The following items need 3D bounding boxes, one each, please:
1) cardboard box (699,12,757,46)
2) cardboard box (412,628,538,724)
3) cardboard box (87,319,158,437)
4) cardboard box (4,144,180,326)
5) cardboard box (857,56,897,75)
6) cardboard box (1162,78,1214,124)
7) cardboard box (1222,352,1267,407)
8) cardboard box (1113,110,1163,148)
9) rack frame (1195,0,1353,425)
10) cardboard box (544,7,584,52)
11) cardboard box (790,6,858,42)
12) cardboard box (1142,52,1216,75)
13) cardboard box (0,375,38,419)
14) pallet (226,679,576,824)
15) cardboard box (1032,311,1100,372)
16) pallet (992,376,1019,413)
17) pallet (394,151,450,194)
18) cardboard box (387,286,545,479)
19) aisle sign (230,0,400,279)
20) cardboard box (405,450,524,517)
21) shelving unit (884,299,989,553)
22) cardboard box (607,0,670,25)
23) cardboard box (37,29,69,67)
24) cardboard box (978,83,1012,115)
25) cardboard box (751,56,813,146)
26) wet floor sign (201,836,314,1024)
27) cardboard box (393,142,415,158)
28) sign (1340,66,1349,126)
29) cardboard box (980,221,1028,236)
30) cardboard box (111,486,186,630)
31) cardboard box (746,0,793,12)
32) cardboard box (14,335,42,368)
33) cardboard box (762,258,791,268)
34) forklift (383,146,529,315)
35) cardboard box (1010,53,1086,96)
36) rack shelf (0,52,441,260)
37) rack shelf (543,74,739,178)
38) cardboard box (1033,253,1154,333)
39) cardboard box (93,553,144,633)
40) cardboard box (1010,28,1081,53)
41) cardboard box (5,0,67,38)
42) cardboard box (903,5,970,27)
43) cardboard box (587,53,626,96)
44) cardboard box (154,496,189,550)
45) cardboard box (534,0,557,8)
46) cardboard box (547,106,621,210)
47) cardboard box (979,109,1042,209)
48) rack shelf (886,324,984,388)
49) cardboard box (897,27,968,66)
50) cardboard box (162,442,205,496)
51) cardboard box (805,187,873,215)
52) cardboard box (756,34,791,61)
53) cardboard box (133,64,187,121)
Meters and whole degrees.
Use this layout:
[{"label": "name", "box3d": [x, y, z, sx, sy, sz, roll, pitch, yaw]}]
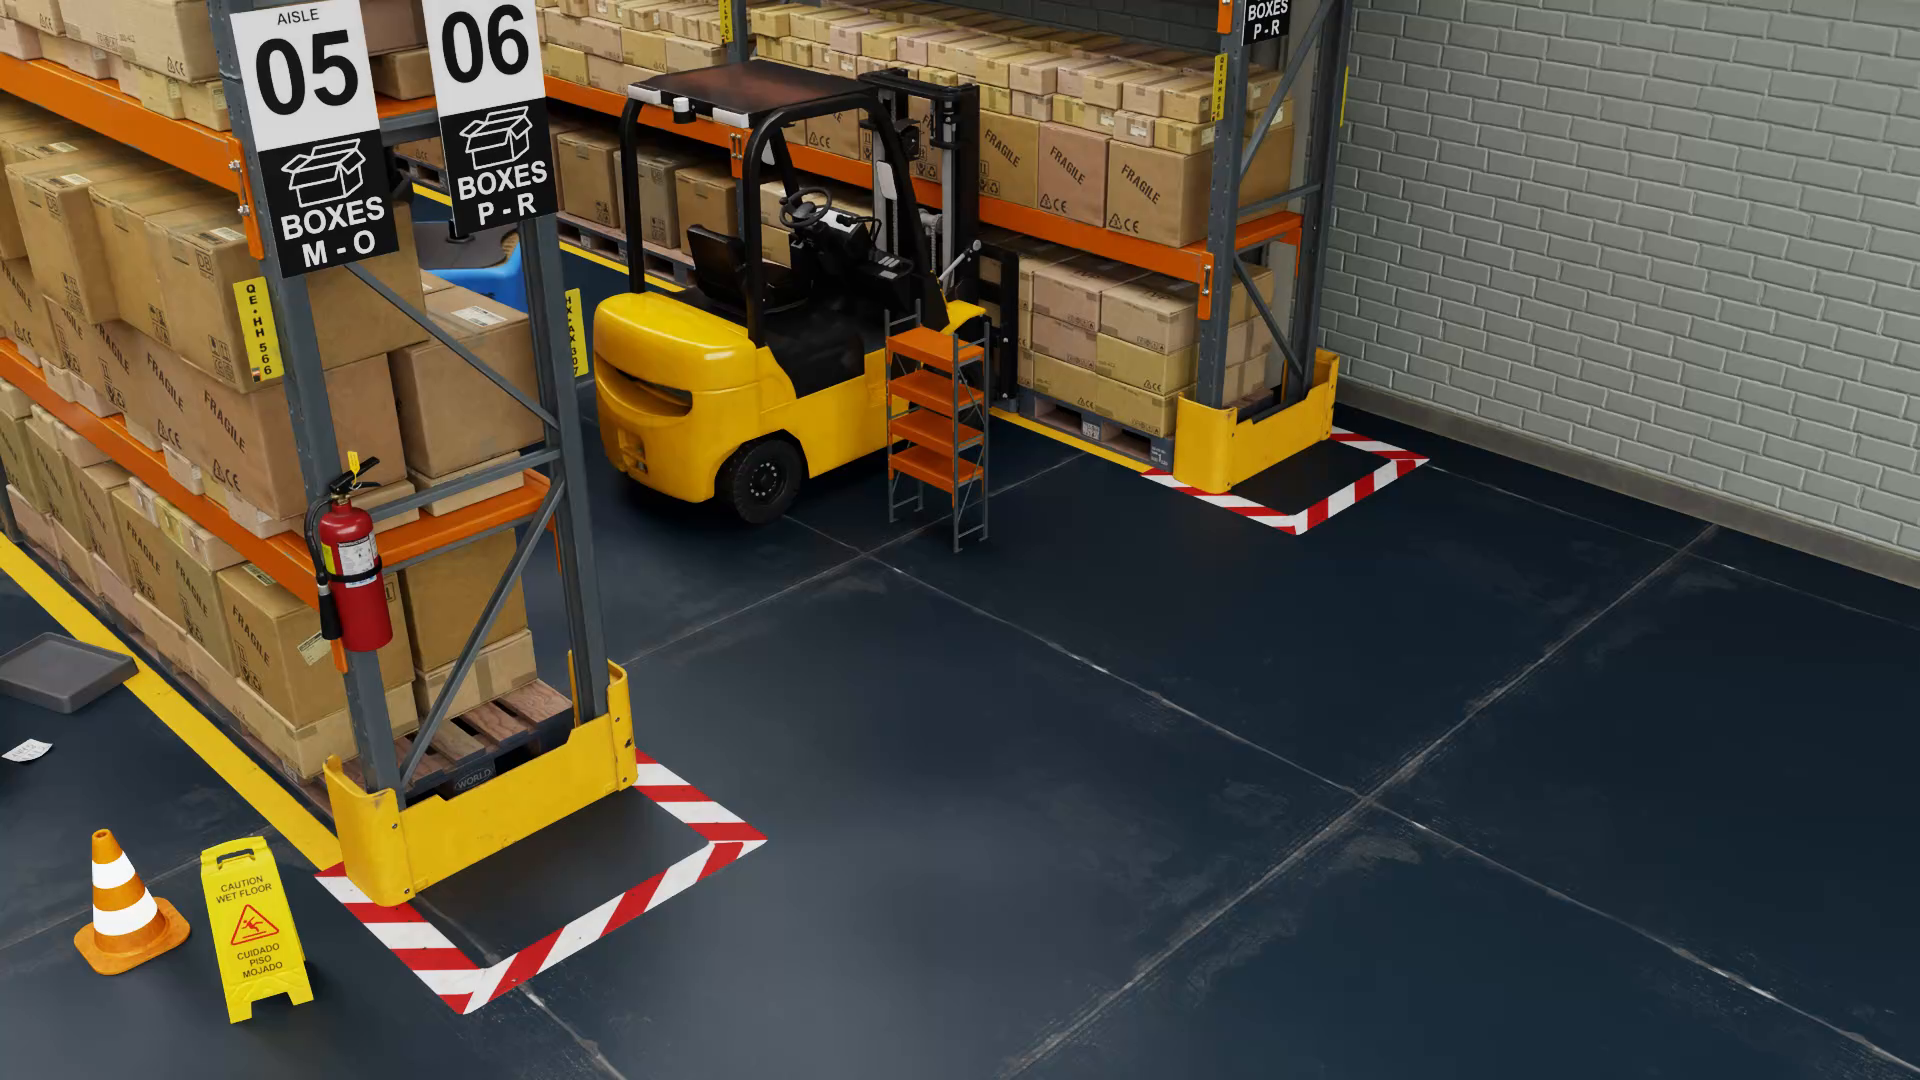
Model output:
[{"label": "cardboard box", "box3d": [-1.557, -3.503, 11.384, 0.380, 0.149, 0.250, -24, 36, -38]}, {"label": "cardboard box", "box3d": [-2.164, 0.496, 7.087, 0.500, 0.250, 0.500, 24, 36, 38]}, {"label": "cardboard box", "box3d": [-3.071, -0.771, 6.566, 0.500, 0.500, 0.500, 24, 36, 38]}, {"label": "cardboard box", "box3d": [-3.092, -1.193, 6.294, 0.500, 0.500, 0.700, 24, 36, 38]}, {"label": "cardboard box", "box3d": [-0.414, -2.923, 10.281, 0.250, 0.149, 0.380, 24, 36, 38]}, {"label": "cardboard box", "box3d": [1.291, -2.339, 8.850, 0.250, 0.149, 0.380, 25, 36, 38]}, {"label": "cardboard box", "box3d": [1.481, -1.023, 9.975, 0.500, 0.250, 0.500, 25, 37, 39]}, {"label": "cardboard box", "box3d": [1.047, -2.254, 9.009, 0.380, 0.149, 0.250, -25, 36, -38]}, {"label": "rack frame", "box3d": [1.694, -1.829, 9.005, 0.127, 3.000, 1.000, 25, 36, 38]}, {"label": "cardboard box", "box3d": [-2.766, -3.869, 12.509, 0.500, 0.250, 0.500, -25, 36, -38]}, {"label": "cardboard box", "box3d": [-0.876, -3.345, 10.764, 0.380, 0.149, 0.250, -25, 36, -38]}, {"label": "cardboard box", "box3d": [1.243, -2.650, 9.443, 0.380, 0.149, 0.250, -24, 36, -38]}, {"label": "cardboard box", "box3d": [-4.357, -0.730, 7.916, 0.380, 0.149, 0.250, -25, 36, -38]}, {"label": "pallet", "box3d": [-2.392, 0.752, 7.092, 1.213, 0.211, 1.003, 25, 36, 38]}, {"label": "cardboard box", "box3d": [0.778, -1.241, 9.853, 0.500, 0.250, 0.500, 24, 36, 38]}, {"label": "pallet", "box3d": [0.254, -1.228, 10.859, 1.213, 0.211, 1.003, 25, 36, 38]}, {"label": "pallet", "box3d": [-4.516, -3.461, 15.105, 1.213, 0.211, 1.003, 25, 36, 38]}, {"label": "cardboard box", "box3d": [-1.926, -0.603, 6.246, 0.500, 0.500, 0.500, 24, 36, 38]}, {"label": "aisle sign", "box3d": [-1.942, -1.214, 5.043, 0.004, 0.787, 0.394, 25, 36, 38]}, {"label": "cardboard box", "box3d": [-1.880, -0.248, 6.269, 0.250, 0.149, 0.380, 25, 37, 39]}, {"label": "shelving unit", "box3d": [-0.118, -0.585, 8.573, 0.503, 1.200, 0.258, 25, 36, 38]}, {"label": "cardboard box", "box3d": [-2.315, -3.827, 12.000, 0.250, 0.149, 0.380, 24, 36, 37]}, {"label": "cardboard box", "box3d": [-3.127, -1.847, 6.087, 0.250, 0.149, 0.380, 23, 36, 37]}, {"label": "cardboard box", "box3d": [0.319, -2.591, 9.649, 0.250, 0.149, 0.380, 25, 37, 39]}, {"label": "cardboard box", "box3d": [-1.025, -2.947, 11.023, 0.500, 0.500, 0.500, 23, 36, 37]}, {"label": "wet floor sign", "box3d": [-2.398, 1.279, 5.624, 0.267, 0.644, 0.232, -13, 30, -22]}, {"label": "cardboard box", "box3d": [-4.812, -3.752, 14.897, 0.500, 0.500, 0.500, 24, 36, 38]}, {"label": "sign", "box3d": [2.088, -2.429, 9.131, 0.005, 0.325, 0.100, 25, 36, 38]}, {"label": "cardboard box", "box3d": [0.416, -1.958, 10.679, 0.500, 0.250, 0.500, 24, 36, 37]}, {"label": "cardboard box", "box3d": [-3.267, 0.008, 7.209, 0.500, 0.500, 0.500, 24, 36, 37]}, {"label": "cardboard box", "box3d": [-1.413, -3.756, 11.866, 0.250, 0.149, 0.380, 23, 36, 37]}, {"label": "cardboard box", "box3d": [-4.056, -0.931, 7.567, 0.380, 0.149, 0.250, -24, 36, -38]}, {"label": "cardboard box", "box3d": [-1.045, -1.835, 11.520, 0.500, 0.250, 0.500, -25, 37, -39]}, {"label": "forklift", "box3d": [-4.037, -2.045, 9.491, 3.031, 2.935, 1.130, -2, 28, -3]}, {"label": "cardboard box", "box3d": [0.499, -2.639, 9.422, 0.380, 0.149, 0.250, -24, 36, -38]}, {"label": "rack shelf", "box3d": [-3.209, -1.842, 6.580, 4.000, 0.370, 1.077, 25, 36, 38]}, {"label": "rack shelf", "box3d": [-2.584, -3.468, 12.895, 4.000, 0.370, 1.077, 25, 36, 38]}, {"label": "cardboard box", "box3d": [0.779, -1.451, 9.716, 0.500, 0.250, 0.500, -25, 36, -38]}, {"label": "cardboard box", "box3d": [-3.635, 0.171, 7.706, 0.500, 0.250, 0.500, 24, 36, 38]}, {"label": "cardboard box", "box3d": [0.522, -2.986, 10.082, 0.250, 0.149, 0.380, 25, 37, 39]}, {"label": "cardboard box", "box3d": [-3.068, -1.983, 5.916, 0.500, 0.250, 0.500, -24, 36, -38]}, {"label": "cardboard box", "box3d": [-0.148, -3.354, 10.782, 0.250, 0.149, 0.380, 24, 36, 37]}, {"label": "cardboard box", "box3d": [-2.396, -3.479, 12.305, 0.500, 0.250, 0.500, 25, 37, 39]}, {"label": "cardboard box", "box3d": [-3.023, -0.123, 6.762, 0.380, 0.149, 0.250, -25, 36, -38]}, {"label": "cardboard box", "box3d": [-3.062, -4.151, 12.617, 0.380, 0.149, 0.250, -24, 36, -38]}, {"label": "cardboard box", "box3d": [-3.104, -3.155, 13.628, 0.875, 0.625, 0.625, -24, 36, -38]}, {"label": "cardboard box", "box3d": [0.430, -2.286, 9.767, 0.500, 0.500, 0.500, 24, 36, 37]}, {"label": "rack shelf", "box3d": [-0.118, -0.933, 8.391, 0.480, 0.148, 0.258, 25, 36, 38]}, {"label": "cardboard box", "box3d": [-0.165, -3.000, 10.109, 0.250, 0.149, 0.380, 24, 36, 38]}, {"label": "cardboard box", "box3d": [-2.831, -0.331, 6.425, 0.380, 0.149, 0.250, -25, 36, -38]}, {"label": "cardboard box", "box3d": [-0.676, -2.113, 10.974, 0.500, 0.250, 0.500, 25, 36, 38]}, {"label": "cardboard box", "box3d": [-1.115, -3.274, 10.949, 0.250, 0.149, 0.380, 24, 36, 38]}, {"label": "cardboard box", "box3d": [-2.434, -1.490, 5.408, 0.250, 0.149, 0.380, 25, 37, 39]}]
